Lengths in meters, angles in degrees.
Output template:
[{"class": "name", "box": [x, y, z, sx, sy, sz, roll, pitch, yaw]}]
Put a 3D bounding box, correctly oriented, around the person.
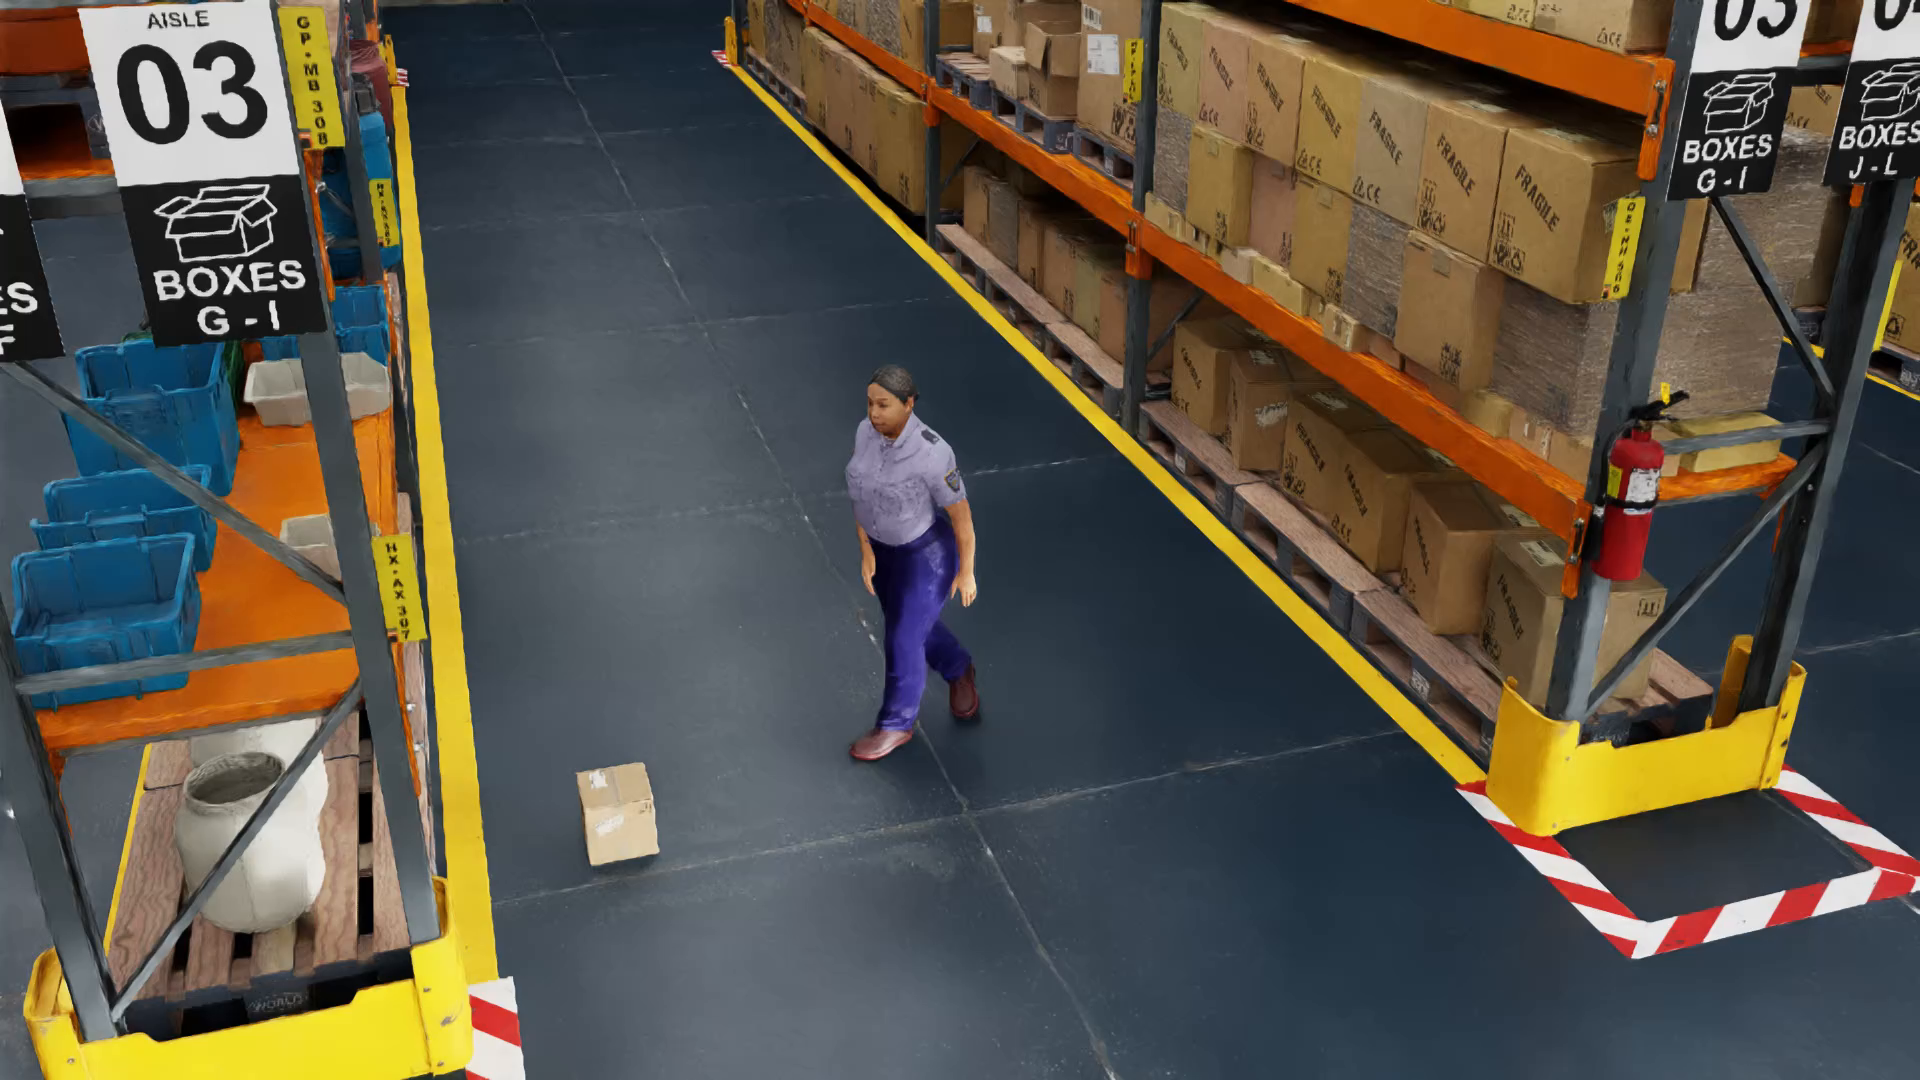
[{"class": "person", "box": [-0.142, 0.067, 6.518, 0.716, 1.621, 0.500, -22, 34, -36]}]
